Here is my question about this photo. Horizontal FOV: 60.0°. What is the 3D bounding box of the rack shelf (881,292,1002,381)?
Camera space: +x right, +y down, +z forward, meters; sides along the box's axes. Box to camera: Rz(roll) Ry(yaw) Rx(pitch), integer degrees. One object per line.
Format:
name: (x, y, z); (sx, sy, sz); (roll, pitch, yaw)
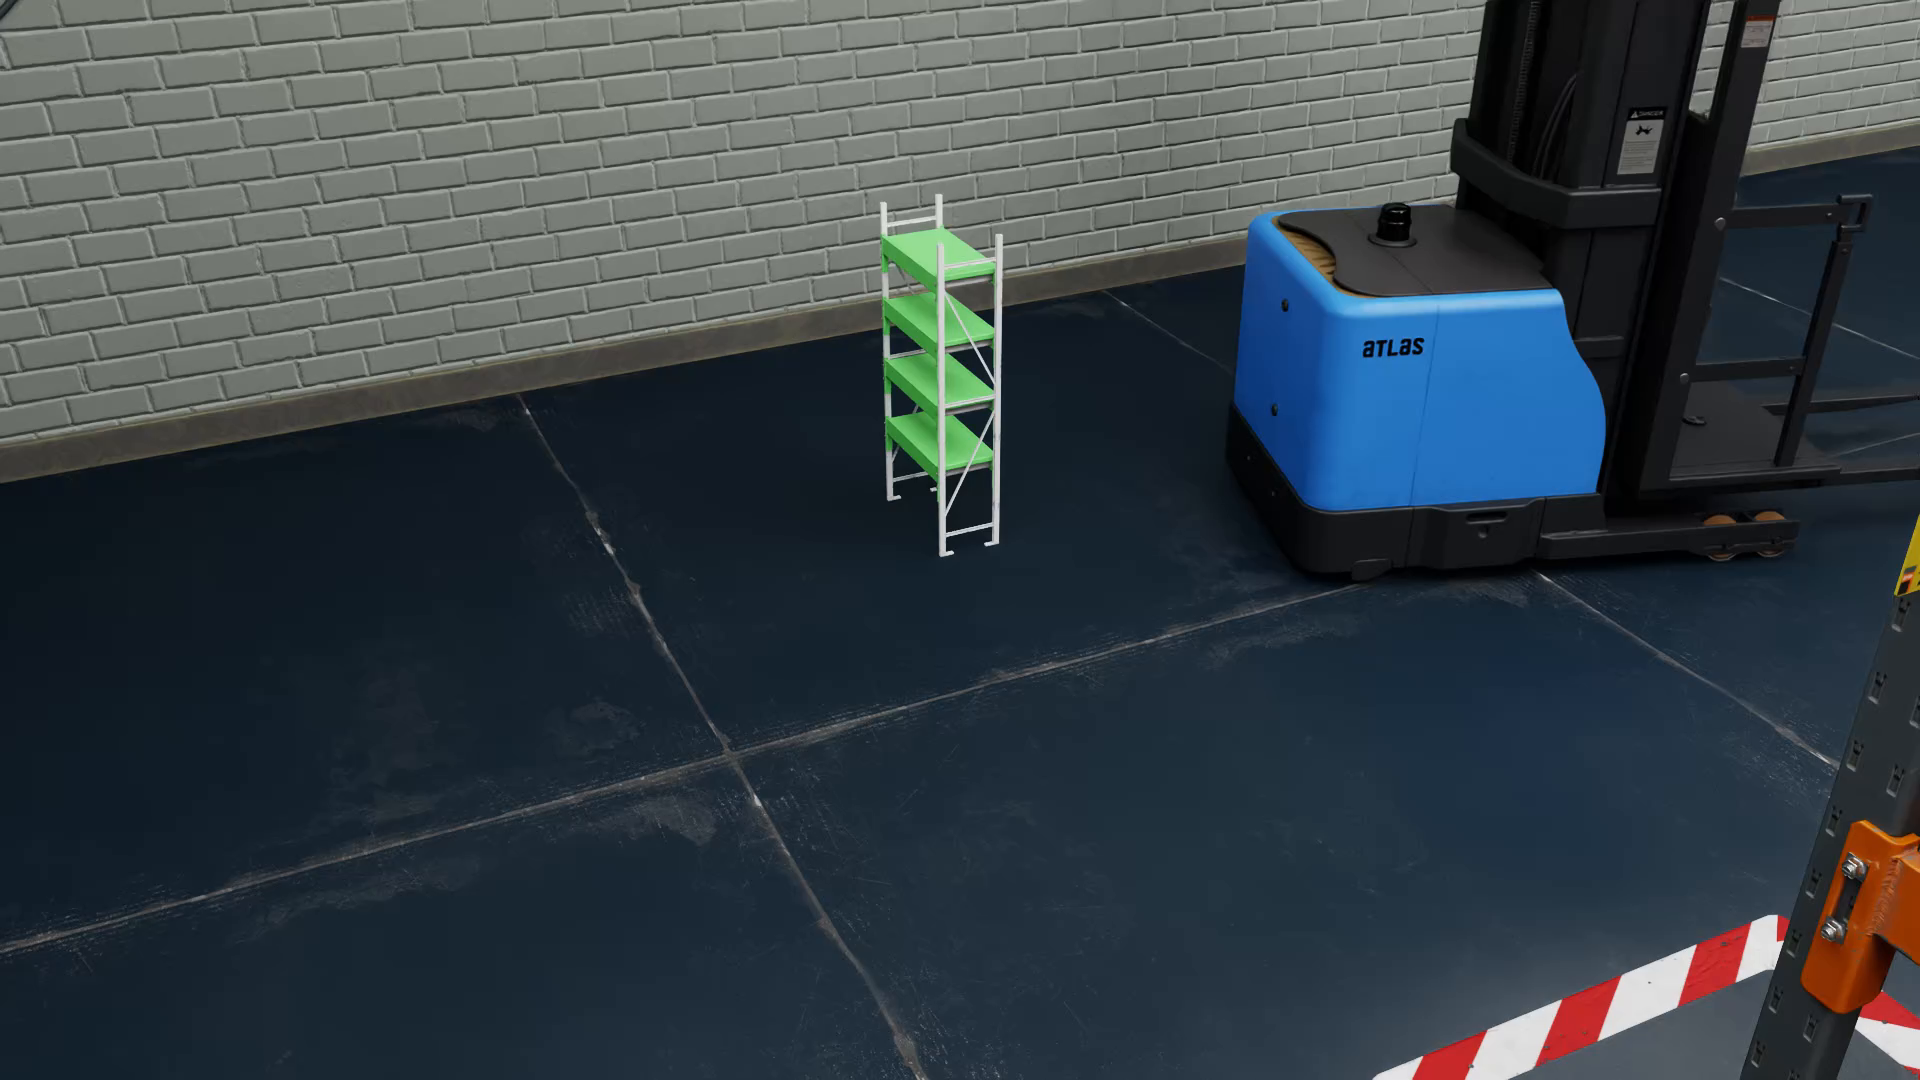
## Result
rack shelf: (-0.071, -0.750, 6.001); (0.258, 0.148, 0.480); (-13, 32, -22)

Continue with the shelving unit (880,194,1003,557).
shelving unit: (-0.071, -0.596, 6.087); (0.258, 1.200, 0.503); (-13, 32, -22)

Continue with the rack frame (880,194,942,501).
rack frame: (-0.176, -0.704, 6.279); (0.240, 1.200, 0.015); (-13, 32, -22)

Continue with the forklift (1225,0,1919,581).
forklift: (2.631, -1.453, 5.845); (3.031, 2.935, 1.130); (-4, 30, -7)

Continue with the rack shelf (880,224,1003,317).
rack shelf: (-0.071, -0.959, 5.883); (0.258, 0.148, 0.480); (-13, 32, -22)

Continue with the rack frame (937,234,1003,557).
rack frame: (0.034, -0.489, 5.895); (0.240, 1.200, 0.015); (-13, 32, -22)

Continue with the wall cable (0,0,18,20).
wall cable: (-4.648, -2.599, 4.858); (3.097, 2.526, 0.112); (-13, 32, -22)

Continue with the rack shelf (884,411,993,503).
rack shelf: (-0.071, -0.331, 6.236); (0.258, 0.148, 0.480); (-13, 32, -22)

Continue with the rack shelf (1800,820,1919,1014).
rack shelf: (2.788, 1.393, 1.435); (1.077, 0.370, 4.000); (-13, 32, -22)

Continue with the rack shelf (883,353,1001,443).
rack shelf: (-0.071, -0.541, 6.118); (0.258, 0.148, 0.480); (-13, 32, -22)

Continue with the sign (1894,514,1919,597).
sign: (1.439, -0.068, 2.420); (0.100, 0.325, 0.005); (-13, 32, -22)
